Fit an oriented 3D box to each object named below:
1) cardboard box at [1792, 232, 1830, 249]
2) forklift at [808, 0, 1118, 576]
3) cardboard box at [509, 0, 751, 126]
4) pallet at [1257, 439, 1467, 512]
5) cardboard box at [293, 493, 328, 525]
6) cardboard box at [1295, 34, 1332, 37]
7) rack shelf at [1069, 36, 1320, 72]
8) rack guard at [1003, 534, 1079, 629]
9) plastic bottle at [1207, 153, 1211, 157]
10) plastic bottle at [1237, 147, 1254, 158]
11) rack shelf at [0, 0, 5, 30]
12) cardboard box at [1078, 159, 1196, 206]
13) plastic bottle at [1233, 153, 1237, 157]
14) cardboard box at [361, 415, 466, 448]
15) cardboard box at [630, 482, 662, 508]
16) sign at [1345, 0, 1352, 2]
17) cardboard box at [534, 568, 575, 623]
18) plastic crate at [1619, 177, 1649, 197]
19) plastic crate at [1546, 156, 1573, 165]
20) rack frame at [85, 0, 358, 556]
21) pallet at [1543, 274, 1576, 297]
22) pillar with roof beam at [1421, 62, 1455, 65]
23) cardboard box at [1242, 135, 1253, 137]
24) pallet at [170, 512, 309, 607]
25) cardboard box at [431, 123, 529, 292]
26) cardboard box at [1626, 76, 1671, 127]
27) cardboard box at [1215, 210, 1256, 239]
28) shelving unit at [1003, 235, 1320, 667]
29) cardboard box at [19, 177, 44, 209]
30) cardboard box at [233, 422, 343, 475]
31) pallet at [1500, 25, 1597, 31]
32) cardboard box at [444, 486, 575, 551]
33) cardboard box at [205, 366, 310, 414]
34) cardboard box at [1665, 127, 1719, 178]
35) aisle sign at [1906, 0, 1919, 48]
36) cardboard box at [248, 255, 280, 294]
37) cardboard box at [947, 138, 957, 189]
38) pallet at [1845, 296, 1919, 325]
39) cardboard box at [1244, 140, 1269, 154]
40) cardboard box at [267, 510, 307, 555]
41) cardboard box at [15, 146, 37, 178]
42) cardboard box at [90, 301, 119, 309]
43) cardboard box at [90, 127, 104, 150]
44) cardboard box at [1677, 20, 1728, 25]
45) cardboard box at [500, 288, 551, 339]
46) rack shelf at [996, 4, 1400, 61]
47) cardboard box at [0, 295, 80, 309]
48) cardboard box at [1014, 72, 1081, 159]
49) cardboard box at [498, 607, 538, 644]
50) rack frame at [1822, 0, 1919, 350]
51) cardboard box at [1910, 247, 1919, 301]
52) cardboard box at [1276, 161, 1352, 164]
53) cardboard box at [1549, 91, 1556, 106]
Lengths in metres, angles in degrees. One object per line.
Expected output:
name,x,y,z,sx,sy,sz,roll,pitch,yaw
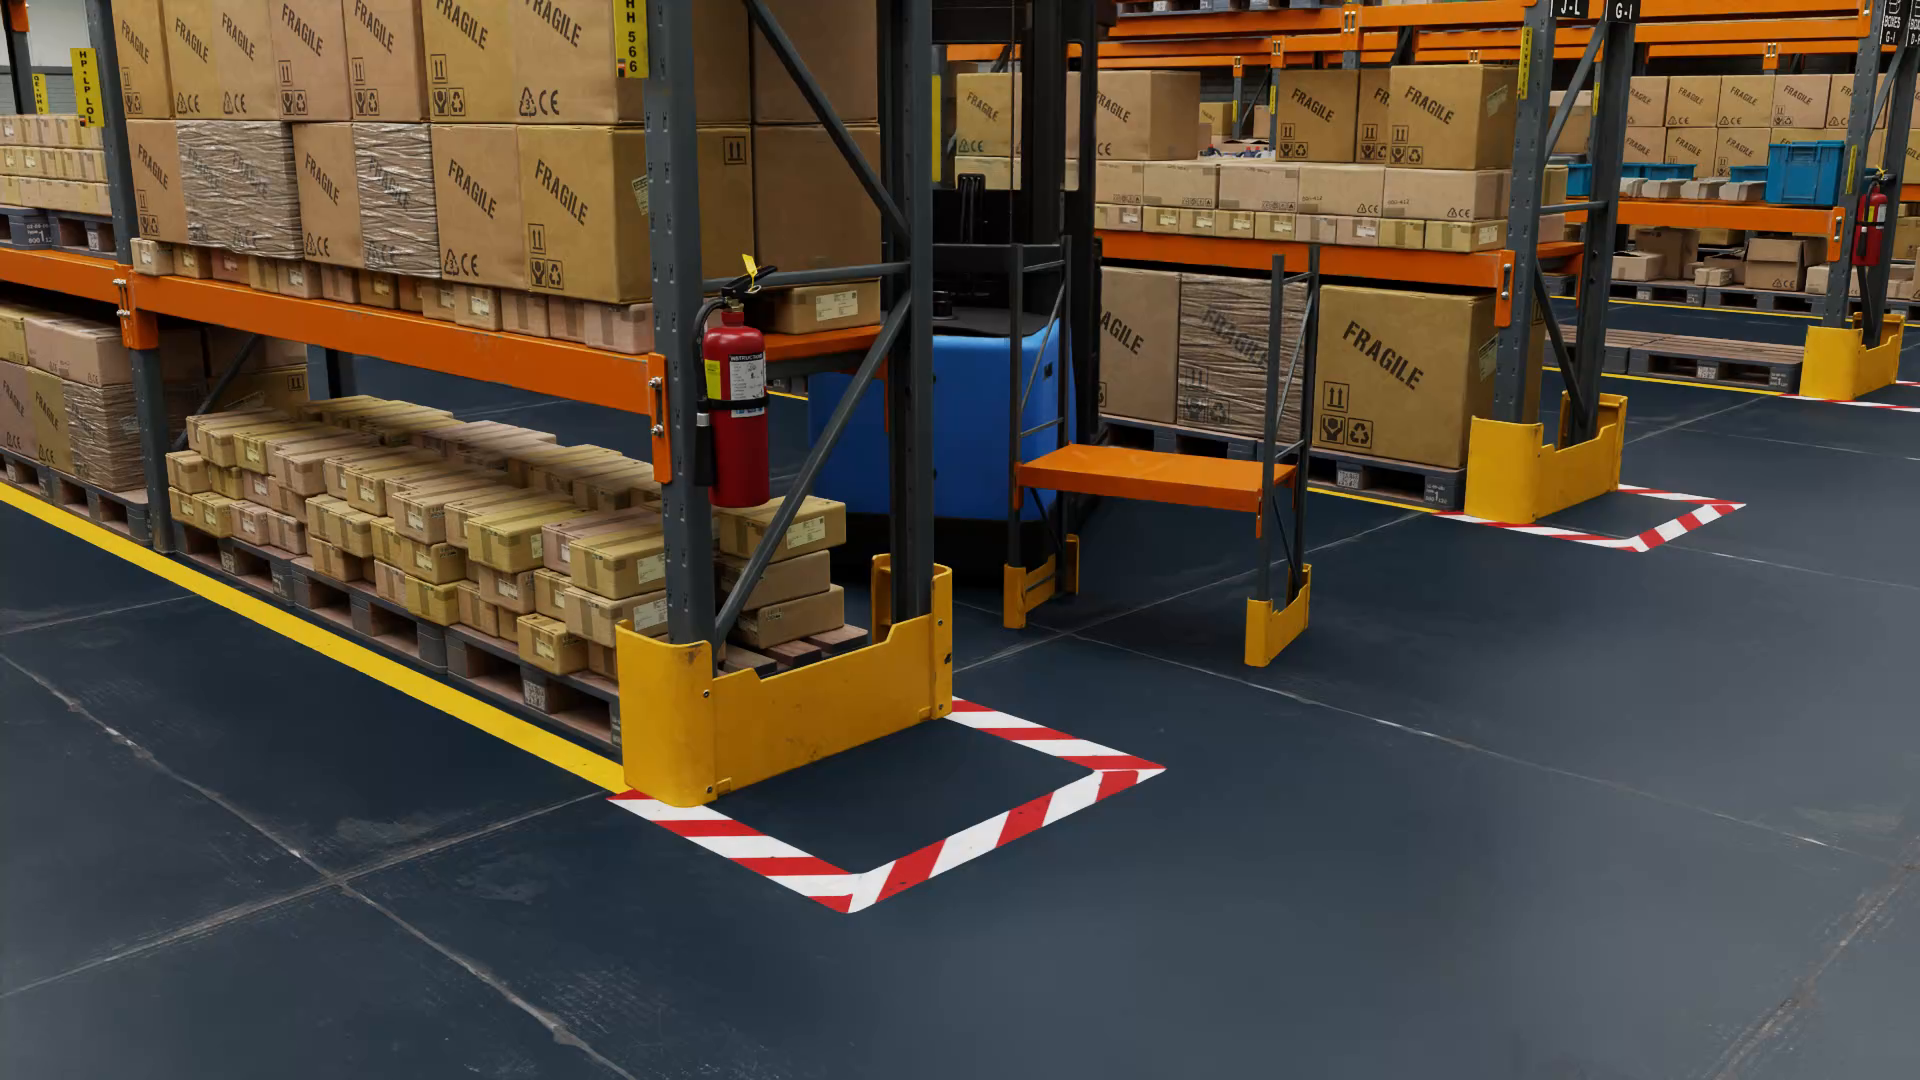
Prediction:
cardboard box,10.943,-3.902,21.083,0.500,0.500,0.700,14,20,43
forklift,0.159,-1.589,8.217,1.130,2.935,3.031,3,15,12
cardboard box,-0.976,-1.489,4.926,0.500,0.500,0.500,13,20,41
pallet,2.411,-0.437,9.190,1.213,0.211,1.003,14,20,42
cardboard box,-2.496,-0.160,6.827,0.380,0.149,0.250,-13,20,-42
cardboard box,4.498,-6.288,19.967,0.500,0.500,0.910,14,20,42
rack shelf,2.721,-6.311,21.683,4.000,0.370,1.077,14,20,42
rack guard,0.337,0.163,6.811,0.087,0.250,0.587,7,16,27
plastic bottle,2.392,-3.583,15.990,0.097,0.271,0.097,0,15,0
plastic bottle,2.578,-3.369,15.012,0.185,0.351,0.144,14,20,42
rack shelf,-7.673,-3.631,11.398,4.000,0.370,1.077,14,20,42
cardboard box,1.049,-2.124,9.844,0.500,0.250,0.500,-14,20,-43
plastic bottle,2.633,-3.575,15.960,0.097,0.271,0.097,0,15,0
cardboard box,-2.389,-0.435,7.294,0.380,0.149,0.250,-14,20,-42
cardboard box,-0.990,-0.136,6.148,0.250,0.149,0.380,14,20,42
sign,3.216,-4.616,13.731,0.005,0.325,0.100,14,20,42
cardboard box,-1.203,0.158,5.606,0.250,0.149,0.380,13,19,41
plastic crate,5.124,-2.717,12.814,0.250,0.136,0.298,14,20,42
plastic crate,4.571,-2.931,13.346,0.530,0.282,0.437,14,20,42
rack frame,-3.354,-1.478,7.655,0.127,3.000,1.000,14,20,42
pallet,6.428,-2.944,18.812,1.213,0.211,1.003,14,20,42
pillar with roof beam,4.273,-8.264,21.801,0.400,9.000,9.100,14,20,42
cardboard box,4.527,-6.516,27.249,0.500,0.250,0.500,14,20,43
pallet,-2.846,-0.017,7.580,1.213,0.211,1.003,14,20,42
cardboard box,-1.344,-1.093,5.390,0.500,0.500,0.500,13,20,41
cardboard box,7.184,-4.557,17.290,0.500,0.500,0.500,-14,20,-43
cardboard box,1.633,-1.765,9.256,0.250,0.149,0.380,14,20,42
shelving unit,0.778,-0.384,6.430,1.083,1.500,0.587,7,16,27
cardboard box,-4.527,-1.774,8.457,0.250,0.149,0.380,13,19,40
cardboard box,-2.876,-0.397,7.149,0.250,0.149,0.380,13,20,41
pallet,6.619,-5.645,18.073,1.003,0.211,1.213,14,20,42
cardboard box,-1.589,-0.070,5.891,0.250,0.149,0.380,13,19,40
cardboard box,-3.702,-0.649,8.598,0.500,0.500,0.500,-14,20,-42
cardboard box,7.589,-3.979,17.054,0.500,0.500,0.500,14,20,43
aisle sign,6.737,-3.859,11.637,0.004,0.787,0.394,14,20,42
cardboard box,-2.584,-1.074,6.603,0.380,0.149,0.250,-14,20,-43
cardboard box,-0.365,-2.441,11.154,0.500,0.500,0.500,14,20,42
pallet,9.290,-2.261,16.192,1.213,0.211,1.003,14,20,42
cardboard box,3.929,-4.886,20.913,0.500,0.311,0.500,-13,19,-41
cardboard box,-2.691,-0.063,7.048,0.250,0.149,0.380,13,20,41
cardboard box,-4.531,-1.920,8.427,0.250,0.149,0.380,12,19,39
cardboard box,-4.452,-1.194,9.205,0.500,0.250,0.500,-14,20,-42
cardboard box,-3.778,-1.882,7.692,0.380,0.149,0.250,-13,20,-42
cardboard box,7.576,-5.319,16.744,0.500,0.250,0.500,14,20,42
cardboard box,-1.249,-0.754,5.373,0.250,0.149,0.380,13,20,42
rack shelf,2.160,-4.713,15.548,4.000,0.370,1.077,14,20,42
cardboard box,-5.193,-1.192,9.196,0.500,0.250,0.500,14,20,43
cardboard box,0.678,-2.577,10.093,0.500,0.500,0.500,14,20,42
cardboard box,-1.384,0.256,5.823,0.250,0.149,0.380,14,20,42
rack frame,6.479,-2.559,11.806,0.127,3.000,1.000,14,20,42
cardboard box,9.357,-2.512,15.707,0.500,0.500,0.500,14,20,42
cardboard box,2.145,-2.043,9.532,0.500,0.250,0.500,13,19,40
cardboard box,8.132,-6.102,23.089,0.500,0.250,0.500,13,20,41
